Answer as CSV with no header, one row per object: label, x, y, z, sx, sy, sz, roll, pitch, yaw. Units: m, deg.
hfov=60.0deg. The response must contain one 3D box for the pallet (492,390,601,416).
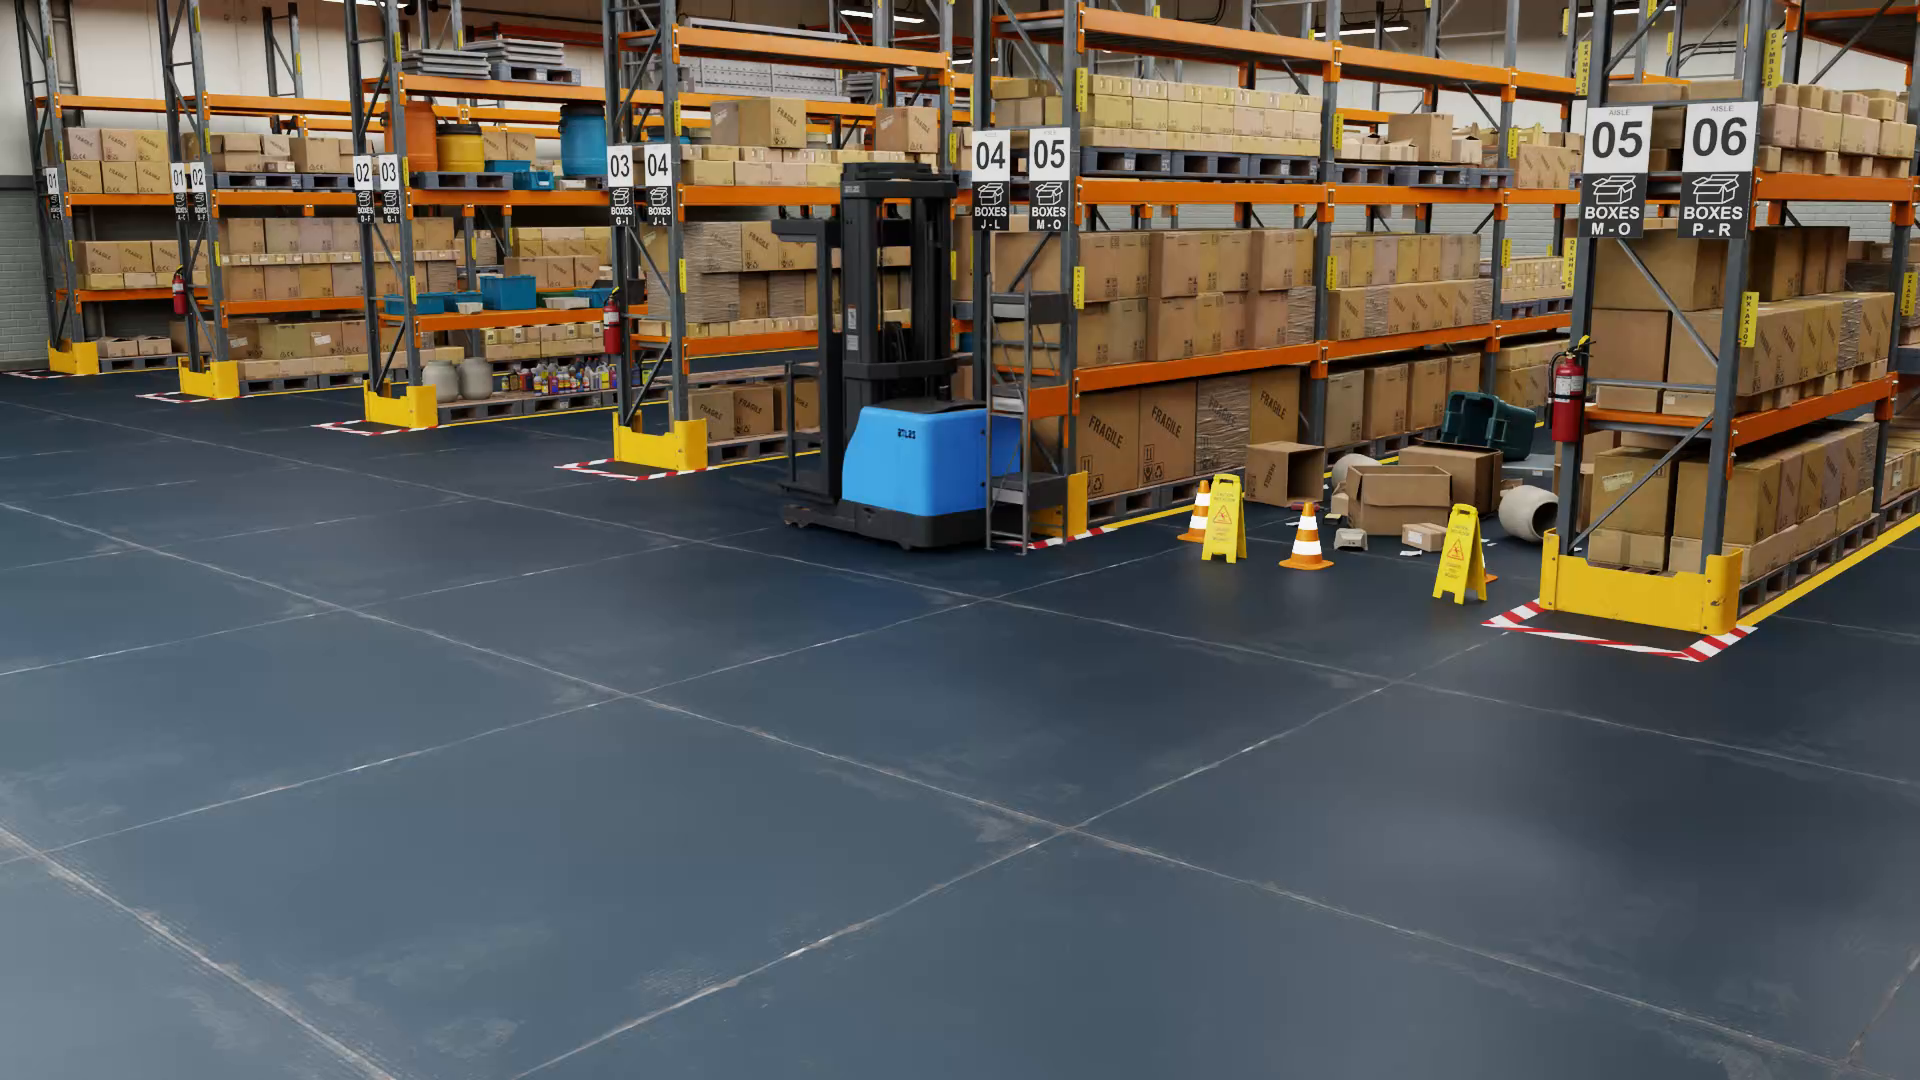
pallet,-5.499,-1.834,21.855,1.003,0.211,1.213,10,15,40

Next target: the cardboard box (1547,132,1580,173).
cardboard box,7.323,-4.873,20.956,0.797,0.503,0.637,10,15,40

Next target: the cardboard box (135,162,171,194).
cardboard box,-13.172,-5.866,26.955,0.500,0.500,0.500,11,16,43

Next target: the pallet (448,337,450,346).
pallet,-10.343,-3.684,31.116,1.003,0.211,1.213,10,15,40

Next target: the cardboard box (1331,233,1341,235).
cardboard box,5.622,-4.561,26.096,0.500,0.500,0.500,10,15,40

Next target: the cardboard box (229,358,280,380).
cardboard box,-10.057,-2.435,23.694,0.500,0.250,0.500,10,15,40

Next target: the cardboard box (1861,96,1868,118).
cardboard box,6.095,-3.018,11.610,0.380,0.149,0.250,10,15,41

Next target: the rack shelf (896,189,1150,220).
rack shelf,0.822,-4.247,20.996,1.077,0.370,4.000,10,15,40

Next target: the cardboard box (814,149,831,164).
cardboard box,-1.606,-4.120,17.886,0.380,0.149,0.250,9,14,38

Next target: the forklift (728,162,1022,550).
forklift,-0.843,-1.592,13.701,1.130,2.935,3.031,-9,15,-39

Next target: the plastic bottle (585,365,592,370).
plastic bottle,-5.068,-2.251,22.666,0.097,0.271,0.097,0,11,0

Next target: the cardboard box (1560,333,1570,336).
cardboard box,8.140,-2.561,21.772,0.500,0.250,0.500,9,15,39

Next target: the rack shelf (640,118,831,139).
rack shelf,-3.977,-7.392,30.103,1.077,0.370,4.000,10,15,40

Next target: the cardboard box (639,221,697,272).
cardboard box,-2.961,-3.044,17.228,0.500,0.500,0.500,10,15,40

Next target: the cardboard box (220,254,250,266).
cardboard box,-10.157,-3.925,23.291,0.380,0.149,0.250,10,15,40

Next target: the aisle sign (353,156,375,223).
aisle sign,-7.130,-4.189,19.891,0.394,0.787,0.004,10,15,40

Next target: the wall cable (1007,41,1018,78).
wall cable,2.295,-10.854,39.611,3.097,2.526,0.112,10,15,40

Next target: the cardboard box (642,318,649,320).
cardboard box,-5.458,-3.728,28.736,0.500,0.311,0.500,10,15,42

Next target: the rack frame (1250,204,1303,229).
rack frame,4.782,-4.012,25.639,1.000,3.000,0.127,10,15,40

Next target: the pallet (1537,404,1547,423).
pallet,7.123,-1.693,21.150,1.003,0.211,1.213,10,15,40

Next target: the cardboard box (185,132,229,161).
cardboard box,-12.479,-6.507,27.615,0.500,0.500,0.500,9,14,38

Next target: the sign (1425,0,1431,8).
sign,5.387,-6.275,19.065,0.100,0.325,0.005,10,15,40

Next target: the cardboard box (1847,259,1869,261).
cardboard box,7.405,-2.125,14.106,0.500,0.500,0.500,10,15,41

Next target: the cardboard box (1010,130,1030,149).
cardboard box,0.485,-3.286,13.659,0.380,0.149,0.250,10,15,40

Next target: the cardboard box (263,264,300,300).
cardboard box,-9.917,-3.722,23.931,0.700,0.500,0.500,10,15,42

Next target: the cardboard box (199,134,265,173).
cardboard box,-10.195,-5.408,23.277,0.637,0.503,0.797,-11,16,-44

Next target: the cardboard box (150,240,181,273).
cardboard box,-13.081,-4.650,27.250,0.500,0.500,0.500,9,14,39

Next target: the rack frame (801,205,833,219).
rack frame,-2.656,-5.293,32.055,1.000,3.000,0.127,10,15,40

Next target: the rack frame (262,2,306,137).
rack frame,-11.661,-7.698,28.778,1.000,3.000,0.127,10,15,40

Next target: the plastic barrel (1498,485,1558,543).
plastic barrel,4.531,-0.201,13.139,0.421,0.421,0.512,-2,11,-9

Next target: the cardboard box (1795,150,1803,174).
cardboard box,5.220,-2.444,10.772,0.380,0.149,0.250,10,15,40

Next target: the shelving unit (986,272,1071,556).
shelving unit,0.518,-0.968,12.695,0.431,2.100,0.503,10,15,41

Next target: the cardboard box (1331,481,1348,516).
cardboard box,3.409,-0.347,14.270,0.258,0.266,0.396,-9,14,-38

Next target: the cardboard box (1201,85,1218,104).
cardboard box,1.988,-3.816,14.281,0.380,0.149,0.250,10,15,41

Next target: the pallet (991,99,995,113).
pallet,0.539,-7.180,27.686,1.003,0.211,1.213,10,15,40

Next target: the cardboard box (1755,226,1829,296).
cardboard box,6.139,-2.130,12.649,0.700,0.500,0.500,10,15,41

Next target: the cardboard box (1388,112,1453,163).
cardboard box,4.864,-4.250,17.591,0.500,0.500,0.500,10,15,40

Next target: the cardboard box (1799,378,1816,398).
cardboard box,5.750,-1.088,11.642,0.380,0.149,0.250,9,15,39

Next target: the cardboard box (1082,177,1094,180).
cardboard box,1.362,-4.571,21.162,0.500,0.250,0.500,10,15,42

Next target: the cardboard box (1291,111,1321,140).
cardboard box,3.029,-3.871,15.573,0.500,0.250,0.500,10,15,40

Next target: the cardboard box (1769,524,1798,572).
cardboard box,5.388,0.020,11.399,0.500,0.250,0.500,10,15,42

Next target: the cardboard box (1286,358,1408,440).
cardboard box,4.142,-1.526,17.864,1.050,0.750,0.750,10,15,40

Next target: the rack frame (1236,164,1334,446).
rack frame,3.161,-2.179,16.461,1.000,3.000,0.127,10,15,40

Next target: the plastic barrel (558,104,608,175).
plastic barrel,-4.956,-5.265,21.905,0.600,0.901,0.708,10,15,40

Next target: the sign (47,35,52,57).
sign,-13.894,-7.536,25.381,0.100,0.325,0.005,10,15,40

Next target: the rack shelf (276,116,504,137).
rack shelf,-10.341,-7.443,30.361,1.077,0.370,4.000,10,15,40

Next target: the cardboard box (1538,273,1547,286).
cardboard box,6.954,-3.195,20.357,0.380,0.149,0.250,10,15,40

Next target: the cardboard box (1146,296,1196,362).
cardboard box,1.542,-1.874,14.553,0.875,0.550,0.550,10,15,40

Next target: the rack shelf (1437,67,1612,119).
rack shelf,7.121,-5.454,20.403,1.077,0.370,4.000,10,15,40

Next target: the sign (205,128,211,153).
sign,-10.165,-5.393,22.464,0.100,0.325,0.005,10,15,40

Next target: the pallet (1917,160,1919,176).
pallet,8.116,-3.162,14.208,1.213,0.211,1.003,10,15,40

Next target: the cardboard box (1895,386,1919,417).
cardboard box,10.104,-1.397,16.900,0.875,0.875,0.875,10,15,40

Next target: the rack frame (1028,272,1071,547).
rack frame,0.681,-1.003,12.874,0.400,2.100,0.015,10,15,41

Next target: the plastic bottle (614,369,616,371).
plastic bottle,-4.554,-2.232,22.366,0.144,0.351,0.185,9,14,38
